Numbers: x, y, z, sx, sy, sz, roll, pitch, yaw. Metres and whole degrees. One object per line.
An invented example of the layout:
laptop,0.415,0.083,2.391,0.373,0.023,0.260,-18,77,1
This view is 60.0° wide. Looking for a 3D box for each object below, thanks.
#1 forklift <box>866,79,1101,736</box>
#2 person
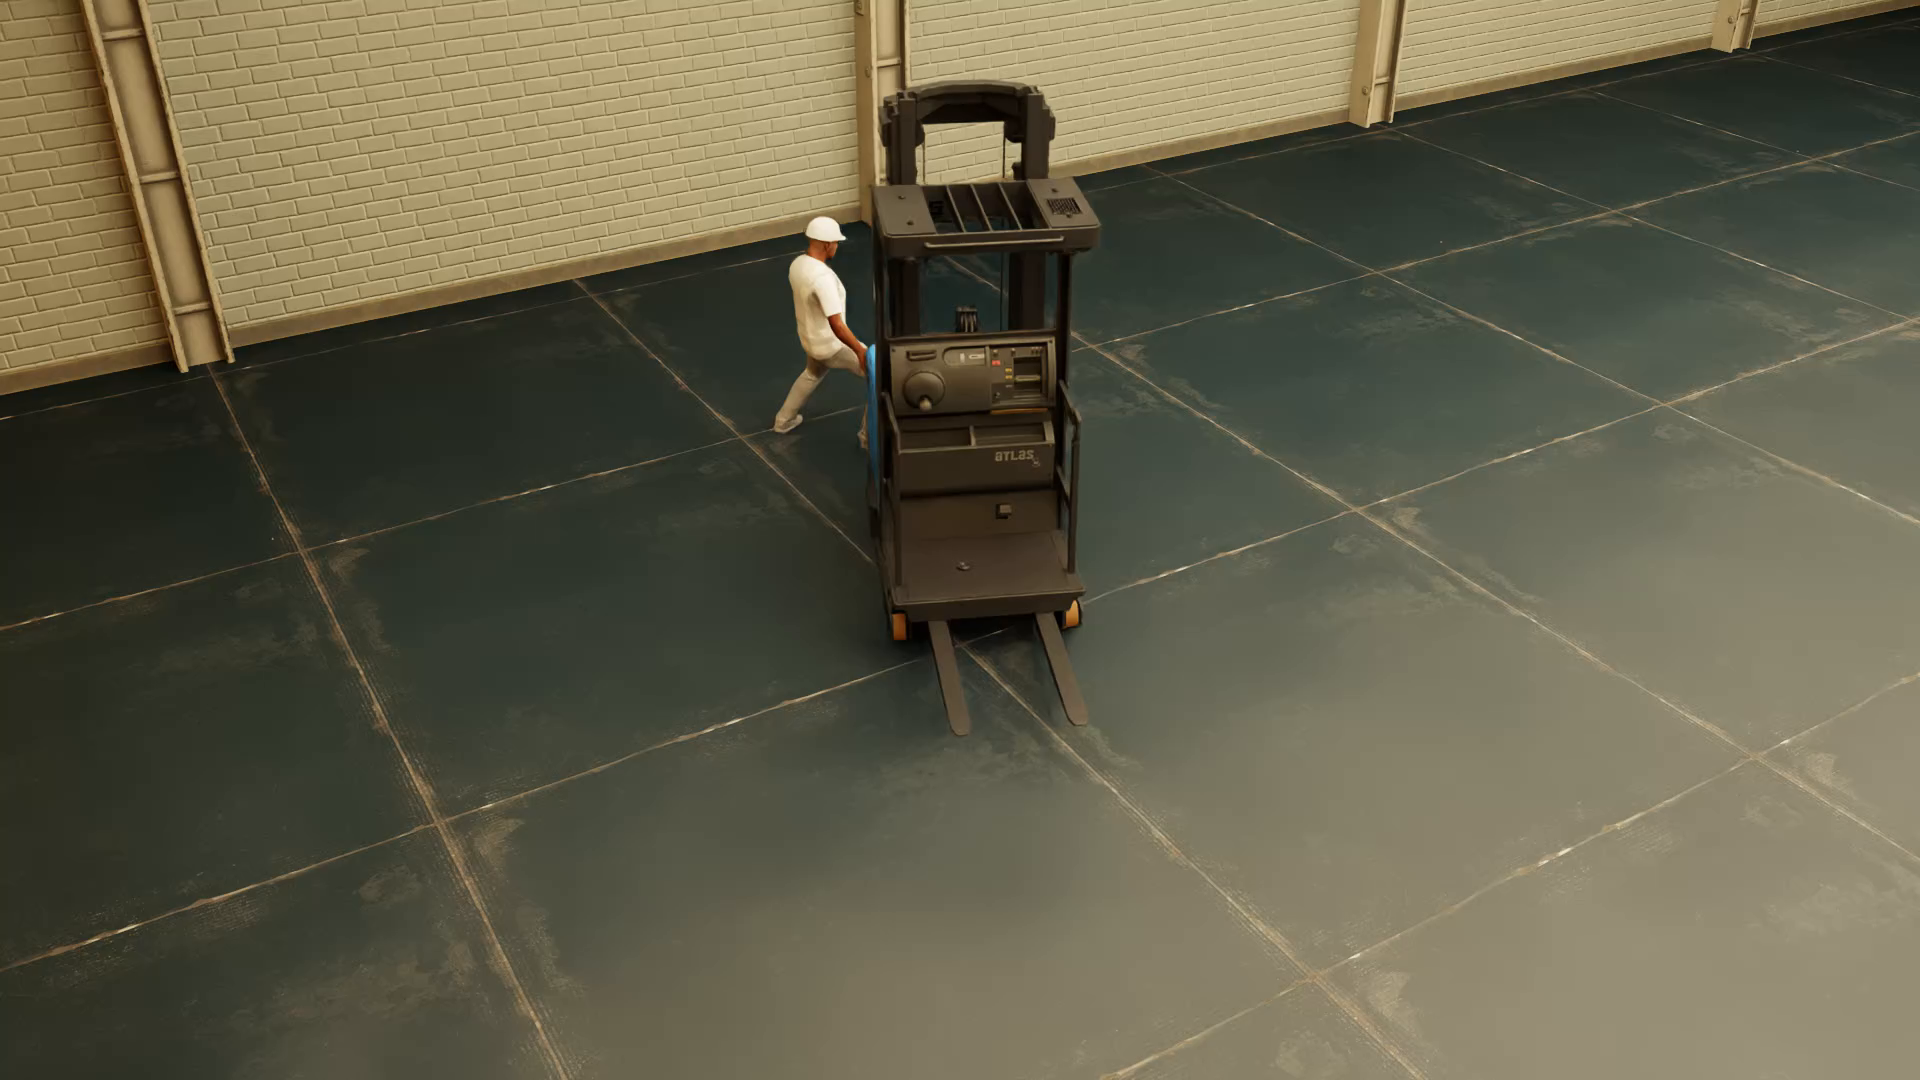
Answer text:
forklift,0.106,-0.871,9.101,1.130,2.935,3.031,-4,31,-7
person,-0.897,-1.424,11.334,0.720,1.628,1.020,-14,34,-22
